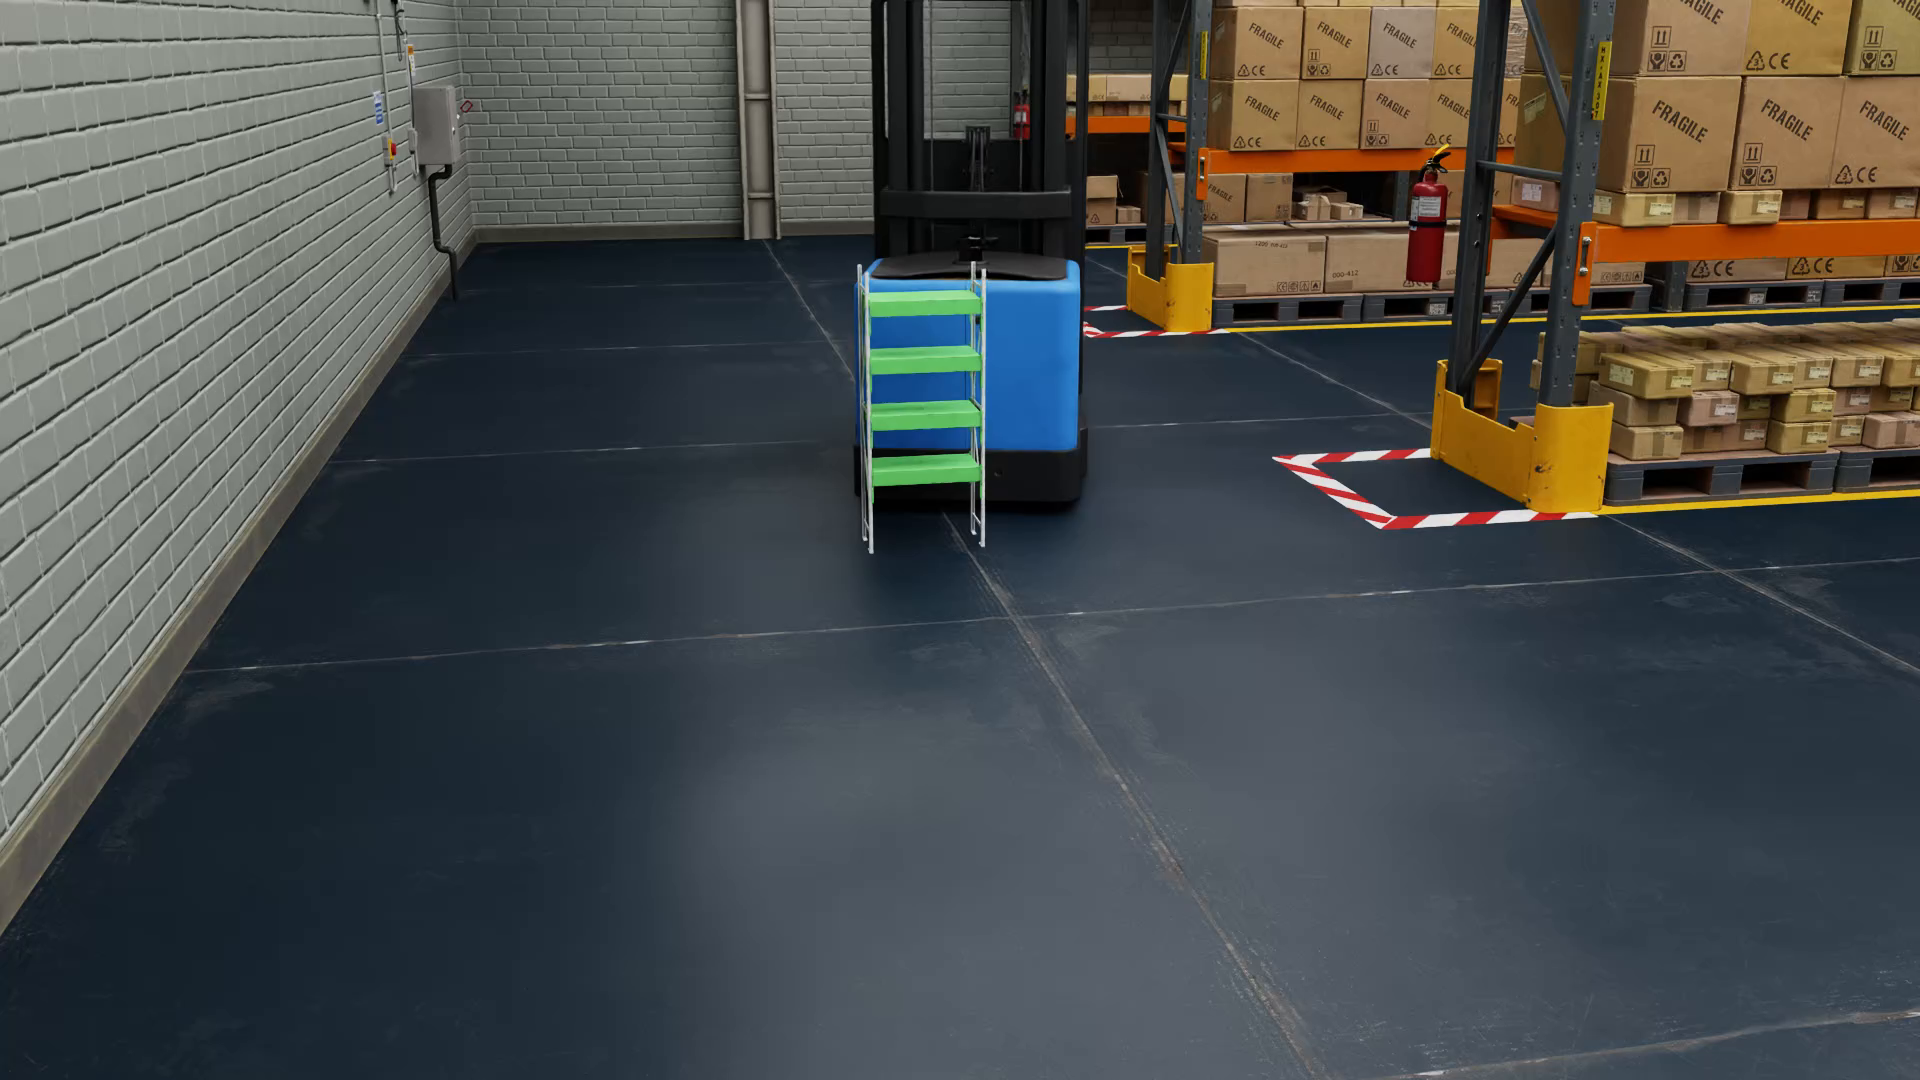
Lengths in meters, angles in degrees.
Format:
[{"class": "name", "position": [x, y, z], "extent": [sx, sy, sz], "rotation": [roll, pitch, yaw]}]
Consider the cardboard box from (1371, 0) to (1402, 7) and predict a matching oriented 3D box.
[{"class": "cardboard box", "position": [3.053, -3.989, 12.213], "extent": [0.250, 0.149, 0.380], "rotation": [-3, 17, -10]}]

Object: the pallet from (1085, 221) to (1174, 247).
[{"class": "pallet", "position": [1.540, -3.294, 17.676], "extent": [1.213, 0.211, 1.003], "rotation": [-3, 17, -10]}]

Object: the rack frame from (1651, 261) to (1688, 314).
[{"class": "rack frame", "position": [5.555, -3.370, 13.175], "extent": [0.127, 3.000, 1.000], "rotation": [-3, 17, -10]}]

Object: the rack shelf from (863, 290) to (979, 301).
[{"class": "rack shelf", "position": [-0.163, -1.013, 6.968], "extent": [0.457, 0.021, 0.221], "rotation": [-3, 17, -10]}]

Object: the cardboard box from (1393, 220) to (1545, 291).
[{"class": "cardboard box", "position": [4.040, -2.292, 13.314], "extent": [0.875, 0.438, 0.875], "rotation": [-4, 17, -12]}]

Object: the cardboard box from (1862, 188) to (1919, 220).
[{"class": "cardboard box", "position": [4.310, -1.623, 7.914], "extent": [0.250, 0.149, 0.380], "rotation": [-4, 17, -12]}]

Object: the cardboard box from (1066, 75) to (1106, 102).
[{"class": "cardboard box", "position": [1.179, -4.596, 16.916], "extent": [0.500, 0.250, 0.500], "rotation": [-3, 17, -10]}]

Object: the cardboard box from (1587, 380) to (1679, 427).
[{"class": "cardboard box", "position": [6.130, -0.860, 8.545], "extent": [6.161, 0.500, 0.689], "rotation": [-3, 17, -8]}]

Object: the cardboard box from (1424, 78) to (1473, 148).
[{"class": "cardboard box", "position": [3.637, -3.231, 12.552], "extent": [0.500, 0.500, 0.500], "rotation": [-3, 17, -9]}]

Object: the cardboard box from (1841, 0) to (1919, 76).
[{"class": "cardboard box", "position": [4.167, -2.395, 7.620], "extent": [0.500, 0.500, 0.500], "rotation": [-4, 17, -12]}]

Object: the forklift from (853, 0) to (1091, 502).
[{"class": "forklift", "position": [0.118, -1.957, 8.692], "extent": [1.130, 2.935, 3.031], "rotation": [1, 17, 3]}]

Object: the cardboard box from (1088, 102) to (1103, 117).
[{"class": "cardboard box", "position": [1.298, -4.425, 17.036], "extent": [0.250, 0.149, 0.380], "rotation": [-3, 17, -9]}]

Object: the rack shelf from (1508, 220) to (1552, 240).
[{"class": "rack shelf", "position": [4.630, -1.562, 8.269], "extent": [3.687, 0.071, 0.831], "rotation": [-3, 17, -10]}]

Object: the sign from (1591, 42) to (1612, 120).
[{"class": "sign", "position": [2.769, -1.983, 7.186], "extent": [0.005, 0.325, 0.100], "rotation": [-3, 17, -10]}]

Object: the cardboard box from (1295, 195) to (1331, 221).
[{"class": "cardboard box", "position": [3.768, -3.559, 17.731], "extent": [0.258, 0.266, 0.396], "rotation": [-3, 17, -8]}]

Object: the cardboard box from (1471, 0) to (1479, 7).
[{"class": "cardboard box", "position": [3.808, -4.026, 12.333], "extent": [0.250, 0.149, 0.380], "rotation": [-3, 17, -10]}]

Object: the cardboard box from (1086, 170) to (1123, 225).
[{"class": "cardboard box", "position": [1.301, -3.592, 17.435], "extent": [0.637, 0.503, 0.797], "rotation": [-4, 18, -13]}]

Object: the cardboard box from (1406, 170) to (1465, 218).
[{"class": "cardboard box", "position": [5.128, -3.769, 18.015], "extent": [0.500, 0.500, 0.500], "rotation": [-2, 17, -8]}]

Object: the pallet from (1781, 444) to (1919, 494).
[{"class": "pallet", "position": [4.741, -0.499, 8.577], "extent": [1.213, 0.211, 1.003], "rotation": [-3, 17, -10]}]

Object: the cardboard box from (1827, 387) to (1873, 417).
[{"class": "cardboard box", "position": [4.247, -0.725, 8.195], "extent": [0.250, 0.149, 0.380], "rotation": [-4, 18, -13]}]

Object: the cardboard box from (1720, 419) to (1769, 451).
[{"class": "cardboard box", "position": [3.725, -0.555, 8.149], "extent": [0.250, 0.149, 0.380], "rotation": [-3, 17, -10]}]

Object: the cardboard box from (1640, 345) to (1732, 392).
[{"class": "cardboard box", "position": [3.493, -0.830, 8.031], "extent": [0.250, 0.149, 0.380], "rotation": [-3, 17, -9]}]

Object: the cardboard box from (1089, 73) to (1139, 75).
[{"class": "cardboard box", "position": [1.590, -4.779, 17.511], "extent": [0.500, 0.250, 0.500], "rotation": [-3, 17, -10]}]

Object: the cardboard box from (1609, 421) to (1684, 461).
[{"class": "cardboard box", "position": [3.241, -0.501, 7.974], "extent": [0.250, 0.149, 0.380], "rotation": [-3, 17, -9]}]

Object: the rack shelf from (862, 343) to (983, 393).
[{"class": "rack shelf", "position": [-0.163, -0.733, 7.054], "extent": [0.480, 0.148, 0.258], "rotation": [-3, 17, -10]}]

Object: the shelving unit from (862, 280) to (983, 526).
[{"class": "shelving unit", "position": [-0.159, -0.565, 7.106], "extent": [0.487, 1.046, 0.258], "rotation": [-3, 17, -10]}]

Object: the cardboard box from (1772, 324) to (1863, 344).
[{"class": "cardboard box", "position": [4.425, -1.009, 8.616], "extent": [0.250, 0.149, 0.380], "rotation": [-4, 17, -12]}]

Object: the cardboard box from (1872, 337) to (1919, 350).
[{"class": "cardboard box", "position": [4.762, -0.900, 8.260], "extent": [0.250, 0.149, 0.380], "rotation": [-3, 17, -10]}]

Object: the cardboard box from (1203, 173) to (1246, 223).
[{"class": "cardboard box", "position": [2.686, -3.628, 17.556], "extent": [0.500, 0.500, 0.500], "rotation": [-3, 17, -9]}]

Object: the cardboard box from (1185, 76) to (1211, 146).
[{"class": "cardboard box", "position": [2.051, -3.298, 12.771], "extent": [0.500, 0.500, 0.500], "rotation": [-3, 17, -10]}]

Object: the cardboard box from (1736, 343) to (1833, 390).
[{"class": "cardboard box", "position": [3.992, -0.844, 8.079], "extent": [0.250, 0.149, 0.380], "rotation": [-4, 18, -13]}]

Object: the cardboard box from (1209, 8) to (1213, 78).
[{"class": "cardboard box", "position": [2.056, -3.768, 12.599], "extent": [0.500, 0.500, 0.500], "rotation": [-3, 17, -9]}]

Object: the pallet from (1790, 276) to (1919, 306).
[{"class": "pallet", "position": [7.499, -2.171, 14.020], "extent": [1.213, 0.211, 1.003], "rotation": [-3, 17, -10]}]

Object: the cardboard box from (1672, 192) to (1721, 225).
[{"class": "cardboard box", "position": [3.289, -1.555, 7.695], "extent": [0.250, 0.149, 0.380], "rotation": [-3, 17, -8]}]

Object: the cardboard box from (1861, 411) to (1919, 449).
[{"class": "cardboard box", "position": [4.491, -0.568, 8.192], "extent": [0.250, 0.149, 0.380], "rotation": [-4, 18, -13]}]
